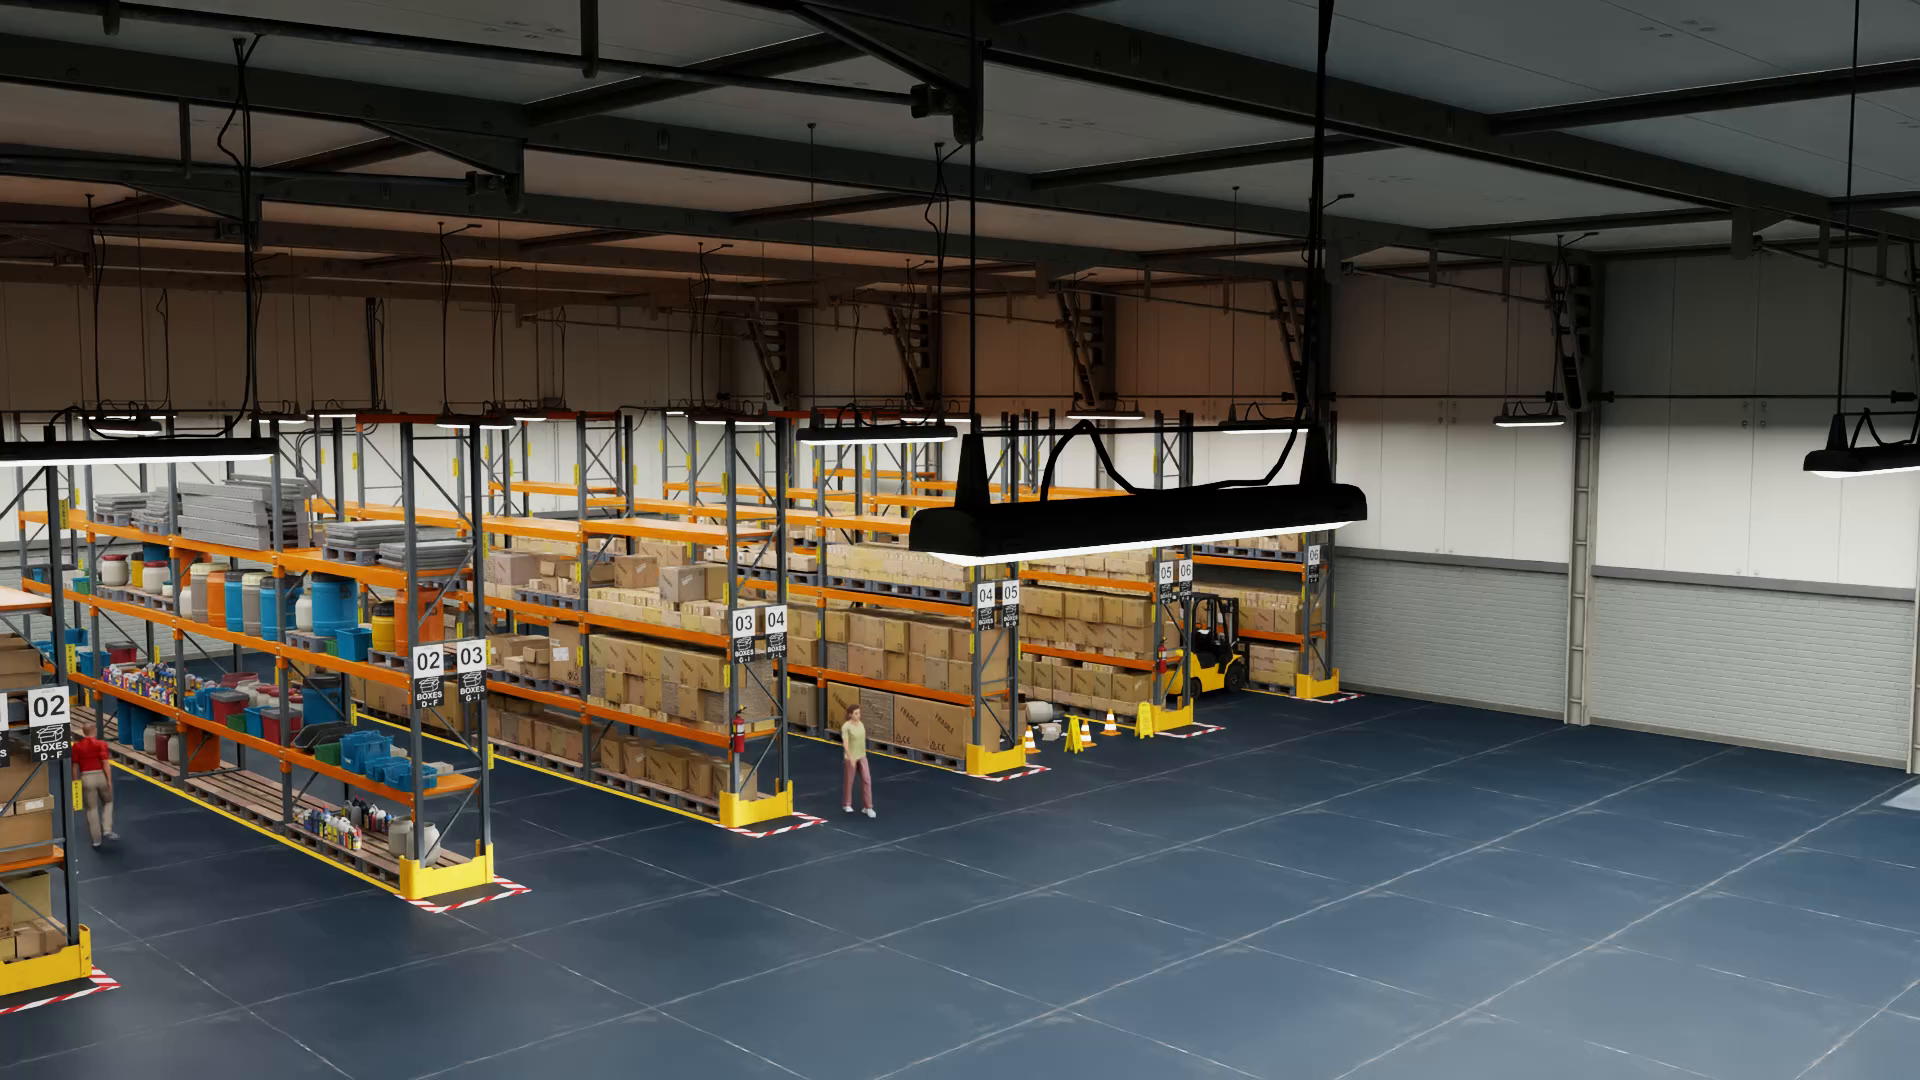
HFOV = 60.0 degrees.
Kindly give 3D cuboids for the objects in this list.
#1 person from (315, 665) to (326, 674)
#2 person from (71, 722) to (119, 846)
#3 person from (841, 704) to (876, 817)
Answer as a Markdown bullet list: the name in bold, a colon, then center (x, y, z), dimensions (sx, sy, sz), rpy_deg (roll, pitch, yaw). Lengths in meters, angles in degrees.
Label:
- **person**: center (-11.046, 2.980, 28.930), dimensions (0.506, 1.652, 0.490), rpy_deg (-3, 6, -30)
- **person**: center (-12.200, 3.438, 23.429), dimensions (0.560, 1.728, 0.526), rpy_deg (-3, 6, -30)
- **person**: center (-1.557, 3.315, 25.132), dimensions (0.458, 1.671, 0.689), rpy_deg (-4, 6, -39)
